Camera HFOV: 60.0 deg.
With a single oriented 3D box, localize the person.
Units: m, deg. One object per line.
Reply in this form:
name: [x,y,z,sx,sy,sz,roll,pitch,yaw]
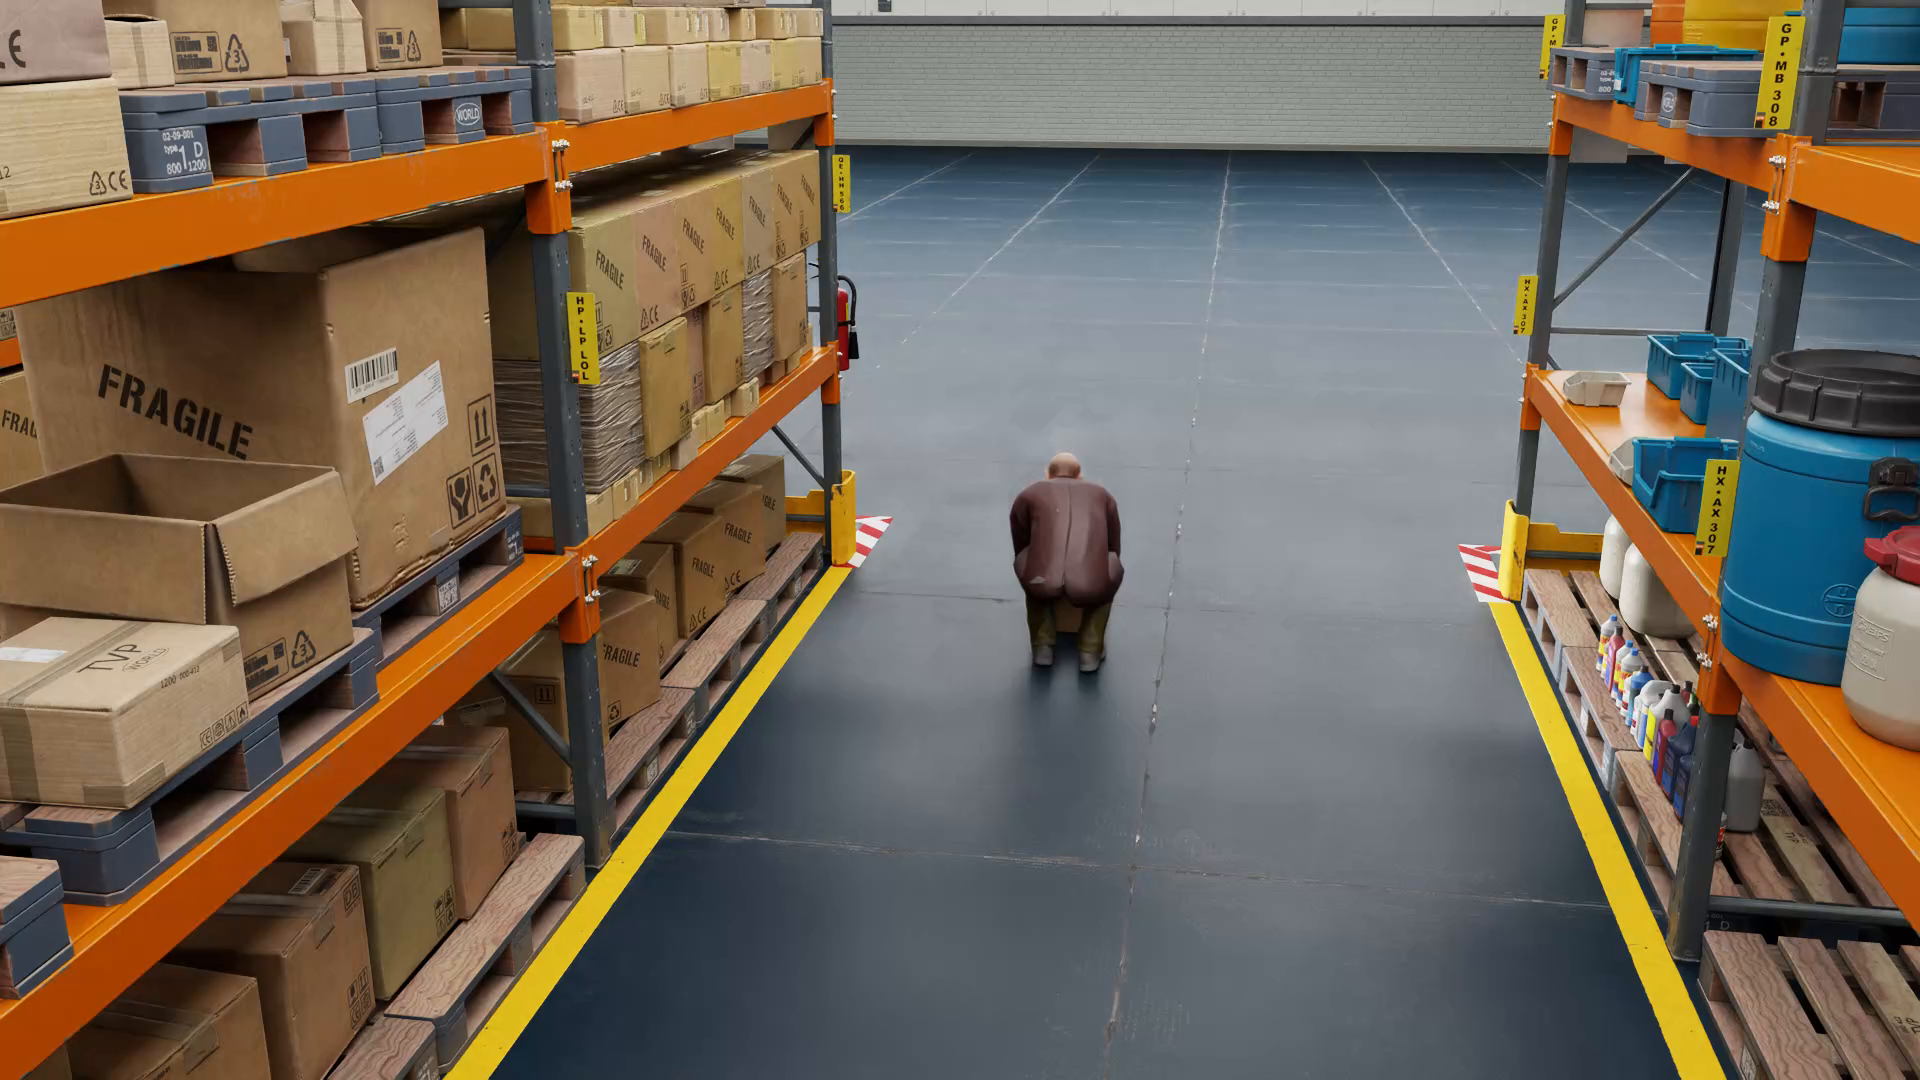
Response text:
person: [0.545,0.110,8.546,0.609,0.982,0.905,3,18,9]
